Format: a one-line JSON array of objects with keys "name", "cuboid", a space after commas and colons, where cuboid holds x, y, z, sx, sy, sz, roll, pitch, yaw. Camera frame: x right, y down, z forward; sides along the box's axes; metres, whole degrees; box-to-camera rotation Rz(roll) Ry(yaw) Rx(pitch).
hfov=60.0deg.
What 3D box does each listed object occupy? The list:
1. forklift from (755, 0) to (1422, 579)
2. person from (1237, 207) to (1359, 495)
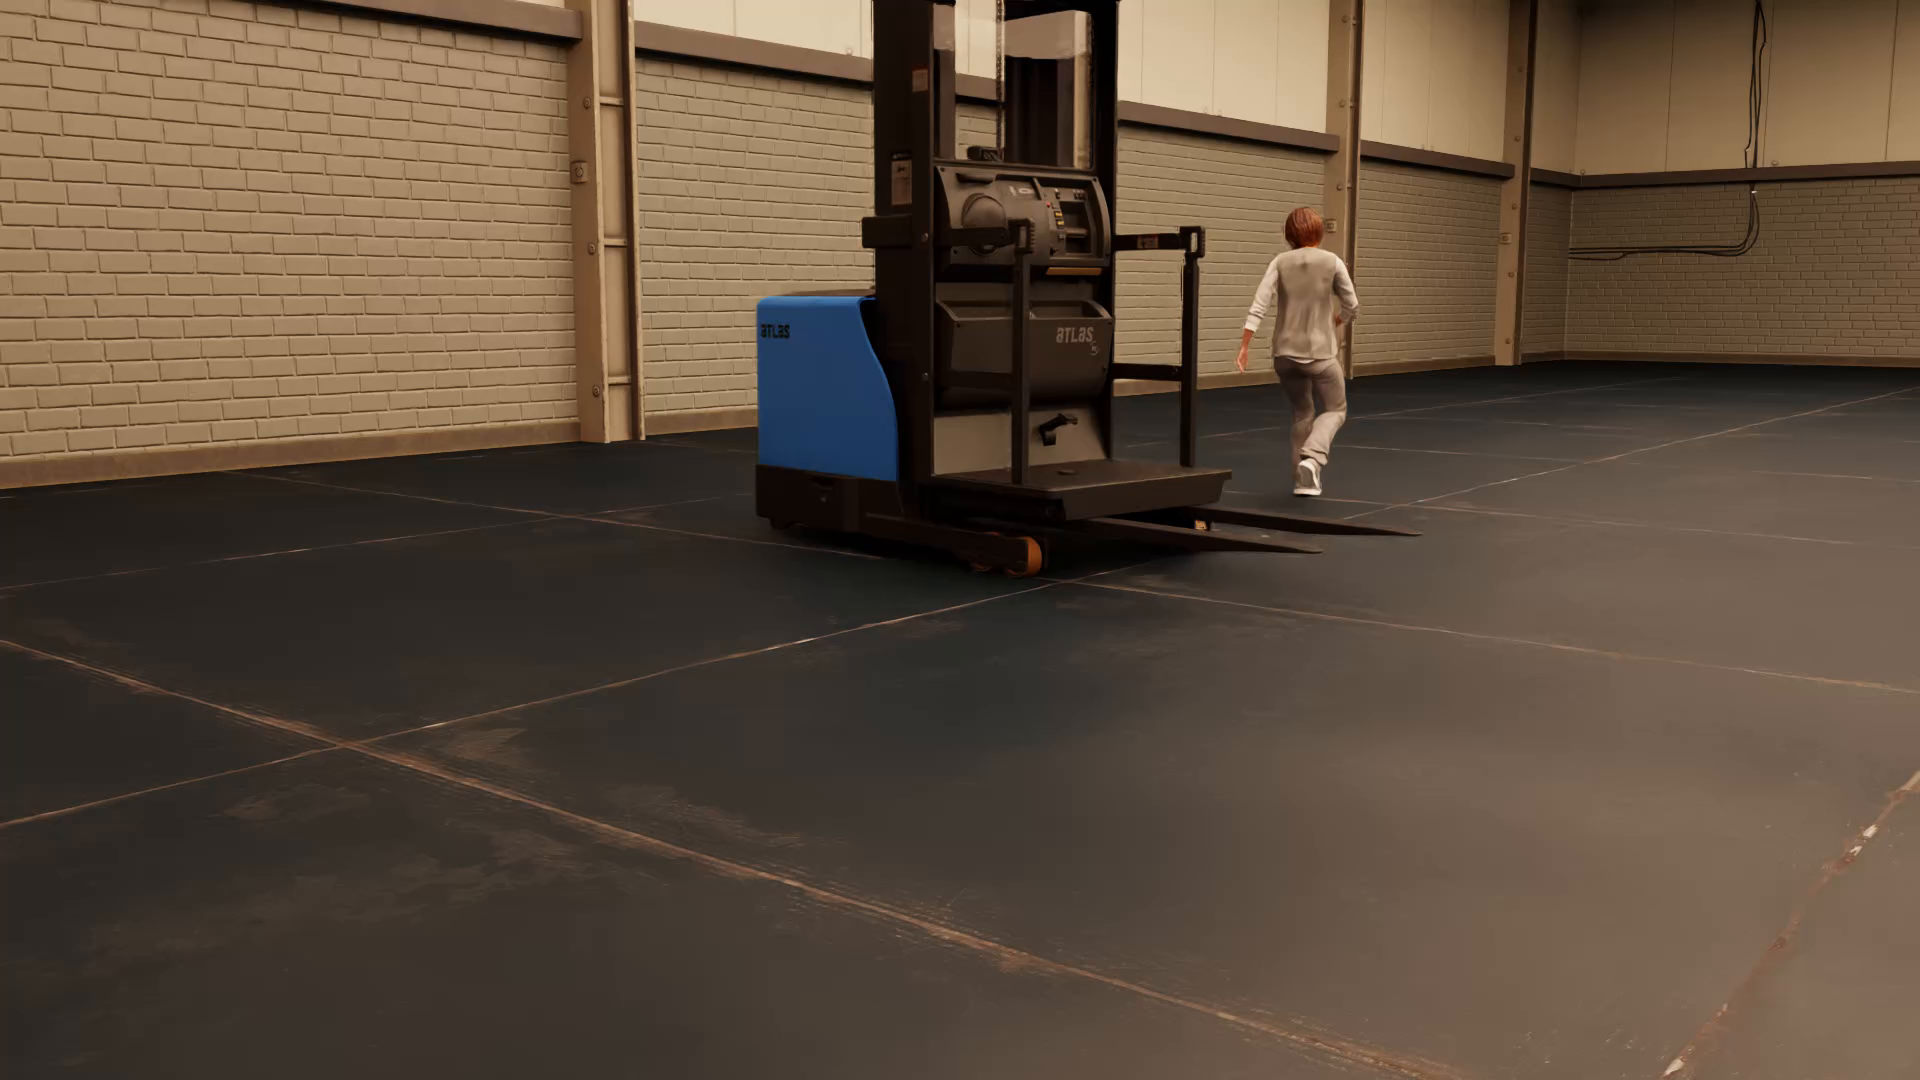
[{"name": "forklift", "cuboid": [0.417, -1.384, 6.743, 1.130, 2.935, 3.031, -7, 11, -42]}, {"name": "person", "cuboid": [1.822, -0.989, 8.875, 0.563, 1.547, 0.580, 5, 10, 33]}]
